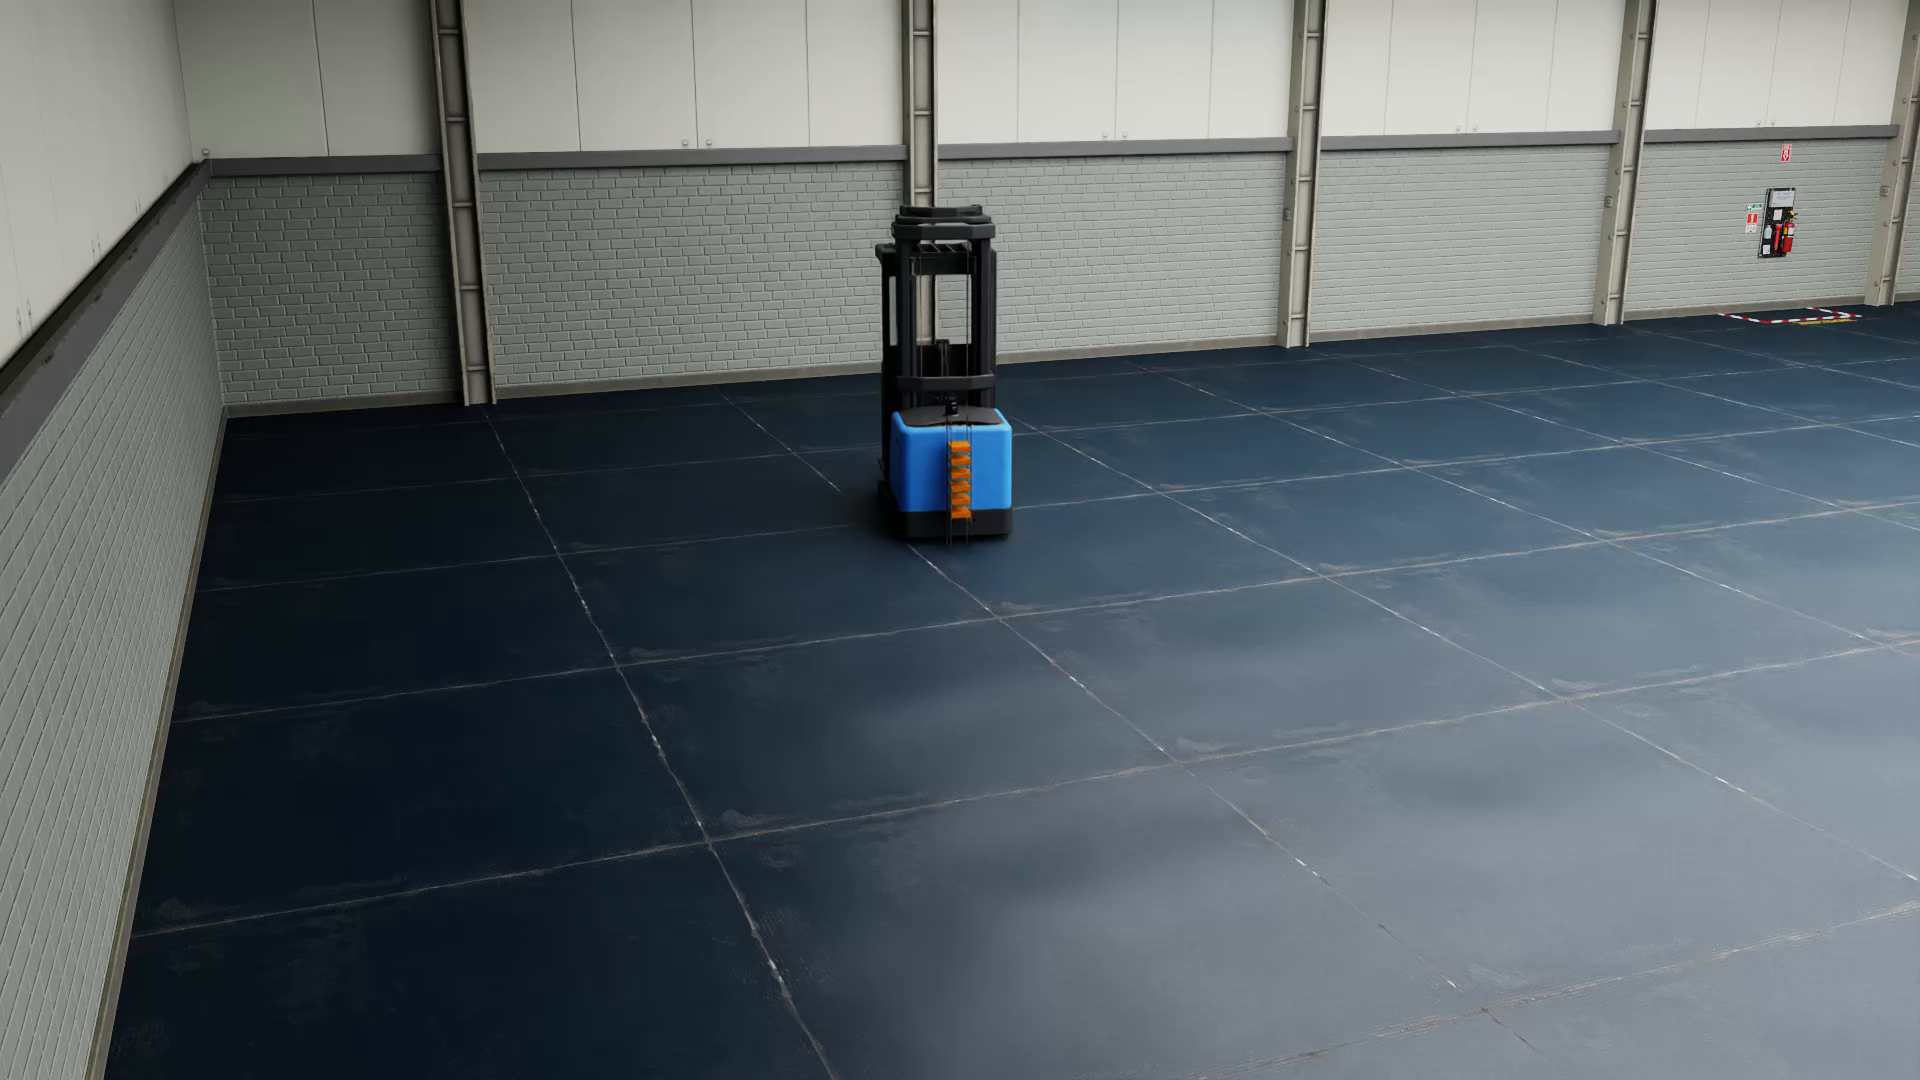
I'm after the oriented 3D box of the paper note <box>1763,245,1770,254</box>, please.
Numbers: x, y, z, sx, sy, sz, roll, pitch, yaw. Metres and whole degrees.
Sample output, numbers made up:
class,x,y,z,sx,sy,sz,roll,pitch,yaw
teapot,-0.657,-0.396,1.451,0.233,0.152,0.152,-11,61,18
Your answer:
class,x,y,z,sx,sy,sz,roll,pitch,yaw
paper note,13.761,-4.955,28.364,0.142,0.148,0.016,-6,17,-20

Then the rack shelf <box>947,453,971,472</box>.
class,x,y,z,sx,sy,sz,roll,pitch,yaw
rack shelf,-0.008,-0.691,14.779,0.180,0.103,0.258,-3,17,-9

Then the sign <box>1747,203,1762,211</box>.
class,x,y,z,sx,sy,sz,roll,pitch,yaw
sign,13.405,-5.619,28.055,0.331,0.109,0.001,-6,17,-20

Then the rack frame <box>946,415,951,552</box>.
class,x,y,z,sx,sy,sz,roll,pitch,yaw
rack frame,-0.098,-0.499,14.820,0.006,1.200,0.240,-3,17,-9

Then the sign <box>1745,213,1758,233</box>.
class,x,y,z,sx,sy,sz,roll,pitch,yaw
sign,13.398,-5.366,28.137,0.234,0.329,0.001,-6,17,-20

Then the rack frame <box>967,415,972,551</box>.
class,x,y,z,sx,sy,sz,roll,pitch,yaw
rack frame,0.082,-0.507,14.848,0.006,1.200,0.240,-3,17,-9

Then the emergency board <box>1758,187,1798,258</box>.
class,x,y,z,sx,sy,sz,roll,pitch,yaw
emergency board,13.951,-5.378,28.239,0.643,1.169,0.194,-6,17,-20

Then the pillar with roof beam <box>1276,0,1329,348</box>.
class,x,y,z,sx,sy,sz,roll,pitch,yaw
pillar with roof beam,6.607,-6.153,20.231,0.400,9.000,9.100,-6,17,-20

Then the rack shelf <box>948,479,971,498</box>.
class,x,y,z,sx,sy,sz,roll,pitch,yaw
rack shelf,-0.008,-0.461,14.847,0.180,0.103,0.258,-3,17,-9

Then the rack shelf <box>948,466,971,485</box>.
class,x,y,z,sx,sy,sz,roll,pitch,yaw
rack shelf,-0.008,-0.576,14.813,0.180,0.103,0.258,-3,17,-9

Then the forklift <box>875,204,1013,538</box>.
class,x,y,z,sx,sy,sz,roll,pitch,yaw
forklift,-0.231,-1.797,16.167,1.130,2.935,3.031,-2,17,-8

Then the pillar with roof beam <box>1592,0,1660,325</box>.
class,x,y,z,sx,sy,sz,roll,pitch,yaw
pillar with roof beam,12.210,-6.758,22.291,0.400,9.000,9.100,-6,17,-20

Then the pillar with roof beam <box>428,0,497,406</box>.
class,x,y,z,sx,sy,sz,roll,pitch,yaw
pillar with roof beam,-4.598,-4.943,16.111,0.400,9.000,9.100,-6,17,-20

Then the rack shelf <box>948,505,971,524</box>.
class,x,y,z,sx,sy,sz,roll,pitch,yaw
rack shelf,-0.008,-0.230,14.914,0.180,0.103,0.258,-3,17,-9

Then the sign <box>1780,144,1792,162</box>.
class,x,y,z,sx,sy,sz,roll,pitch,yaw
sign,13.908,-6.515,27.999,0.199,0.298,0.001,-6,17,-20

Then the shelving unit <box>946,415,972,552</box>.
class,x,y,z,sx,sy,sz,roll,pitch,yaw
shelving unit,-0.008,-0.503,14.834,0.189,1.200,0.258,-3,17,-9

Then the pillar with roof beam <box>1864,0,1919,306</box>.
class,x,y,z,sx,sy,sz,roll,pitch,yaw
pillar with roof beam,17.813,-7.363,24.351,0.400,9.000,9.100,-6,17,-20

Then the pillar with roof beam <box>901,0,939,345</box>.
class,x,y,z,sx,sy,sz,roll,pitch,yaw
pillar with roof beam,1.004,-5.548,18.171,0.400,9.000,9.100,-6,17,-20

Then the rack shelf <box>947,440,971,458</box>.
class,x,y,z,sx,sy,sz,roll,pitch,yaw
rack shelf,-0.008,-0.806,14.745,0.180,0.103,0.258,-3,17,-9

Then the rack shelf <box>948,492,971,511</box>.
class,x,y,z,sx,sy,sz,roll,pitch,yaw
rack shelf,-0.008,-0.345,14.881,0.180,0.103,0.258,-3,17,-9
